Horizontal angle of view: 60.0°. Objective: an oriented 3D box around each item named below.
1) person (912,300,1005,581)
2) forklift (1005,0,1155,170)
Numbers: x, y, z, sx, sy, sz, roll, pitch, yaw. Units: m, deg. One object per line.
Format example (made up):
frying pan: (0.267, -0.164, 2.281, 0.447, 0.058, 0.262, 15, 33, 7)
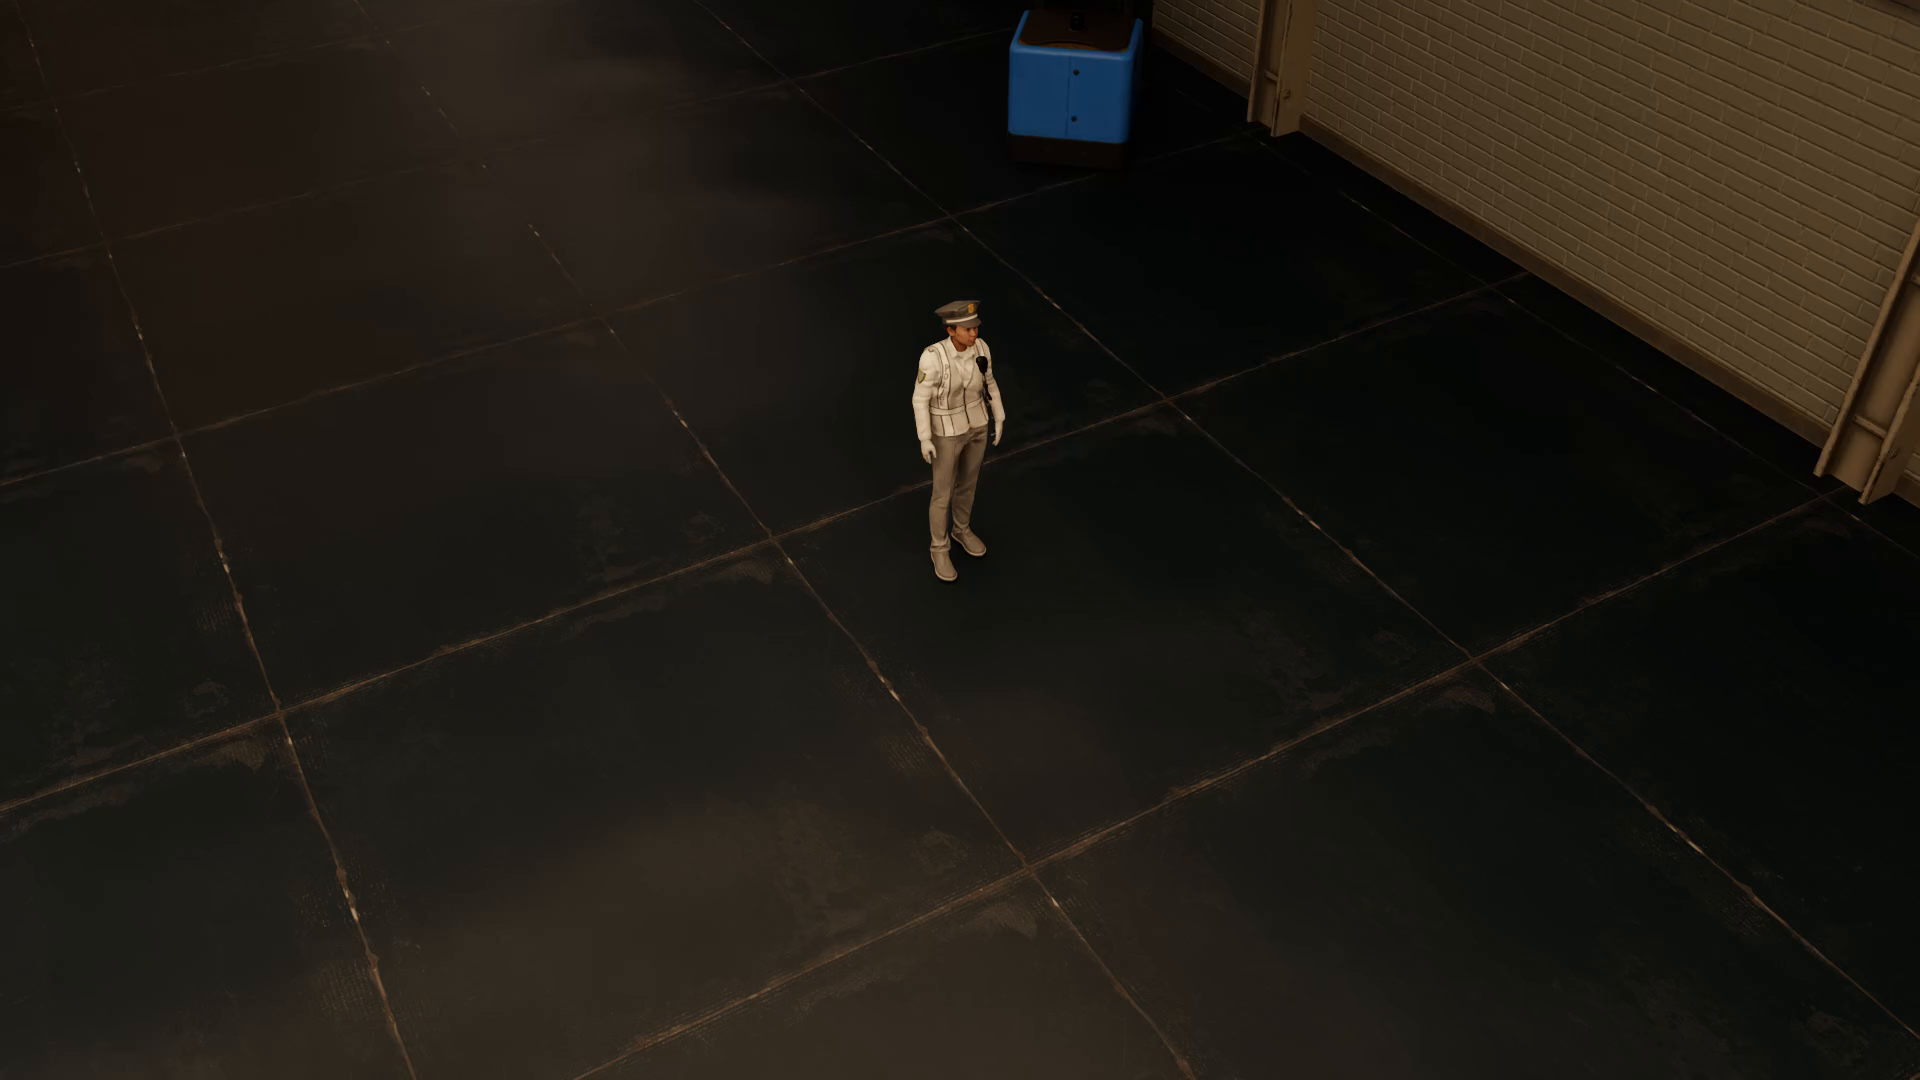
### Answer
person: (0.028, -0.617, 9.738, 0.586, 1.694, 0.530, -20, 44, -23)
forklift: (1.170, -5.176, 14.276, 1.130, 2.935, 3.031, 7, 40, 8)
